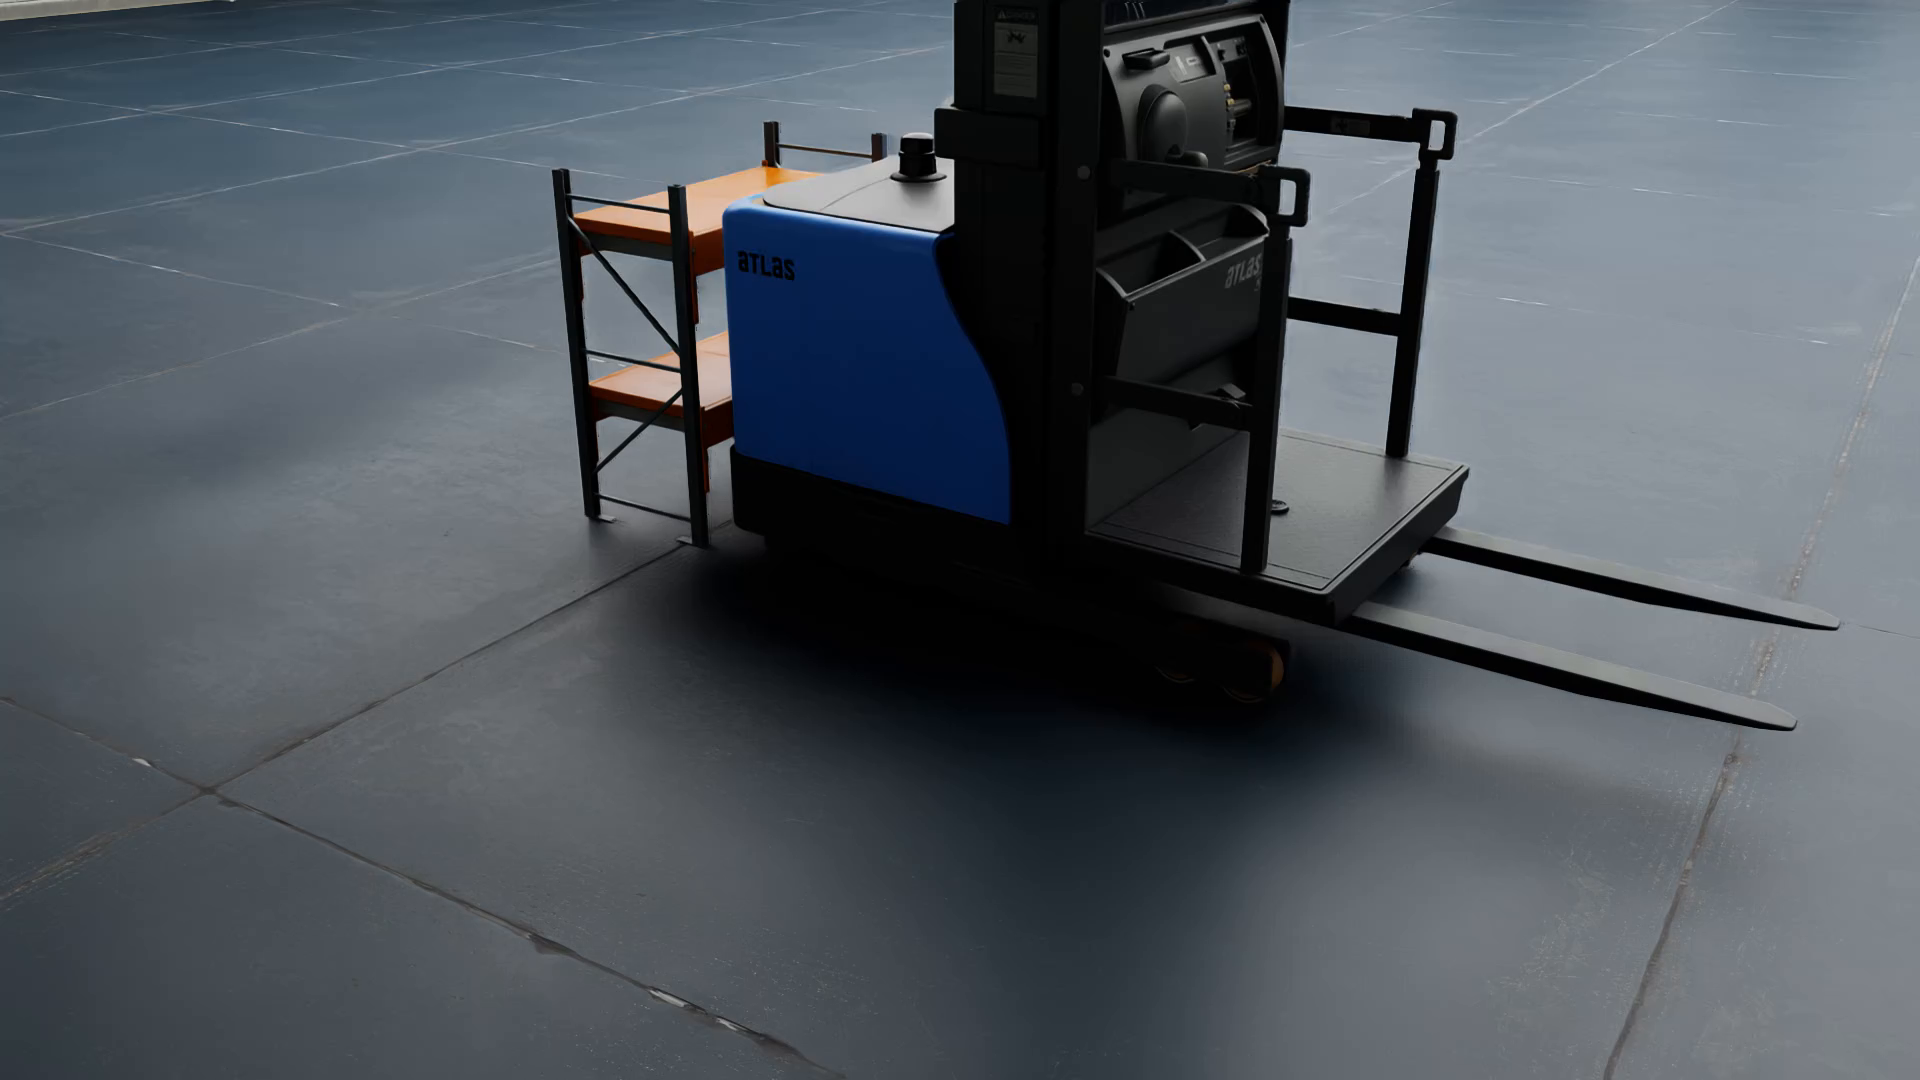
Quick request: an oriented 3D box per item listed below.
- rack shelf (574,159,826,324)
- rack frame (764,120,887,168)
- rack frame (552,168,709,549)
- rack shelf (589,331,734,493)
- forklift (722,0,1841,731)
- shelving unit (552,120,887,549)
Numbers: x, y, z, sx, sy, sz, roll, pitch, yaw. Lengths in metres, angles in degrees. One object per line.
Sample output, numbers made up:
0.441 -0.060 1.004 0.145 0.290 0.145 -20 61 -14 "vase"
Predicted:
-0.734 -0.987 5.376 0.538 0.278 1.000 14 27 29 "rack shelf"
-0.463 -0.889 5.887 0.500 1.125 0.032 14 27 29 "rack frame"
-1.005 -0.547 5.098 0.500 1.125 0.032 14 27 29 "rack frame"
-0.734 -0.494 5.590 0.538 0.278 1.000 14 27 29 "rack shelf"
0.796 -1.165 4.253 3.031 2.935 1.130 15 28 31 "forklift"
-0.734 -0.718 5.493 0.538 1.125 1.048 14 27 29 "shelving unit"
